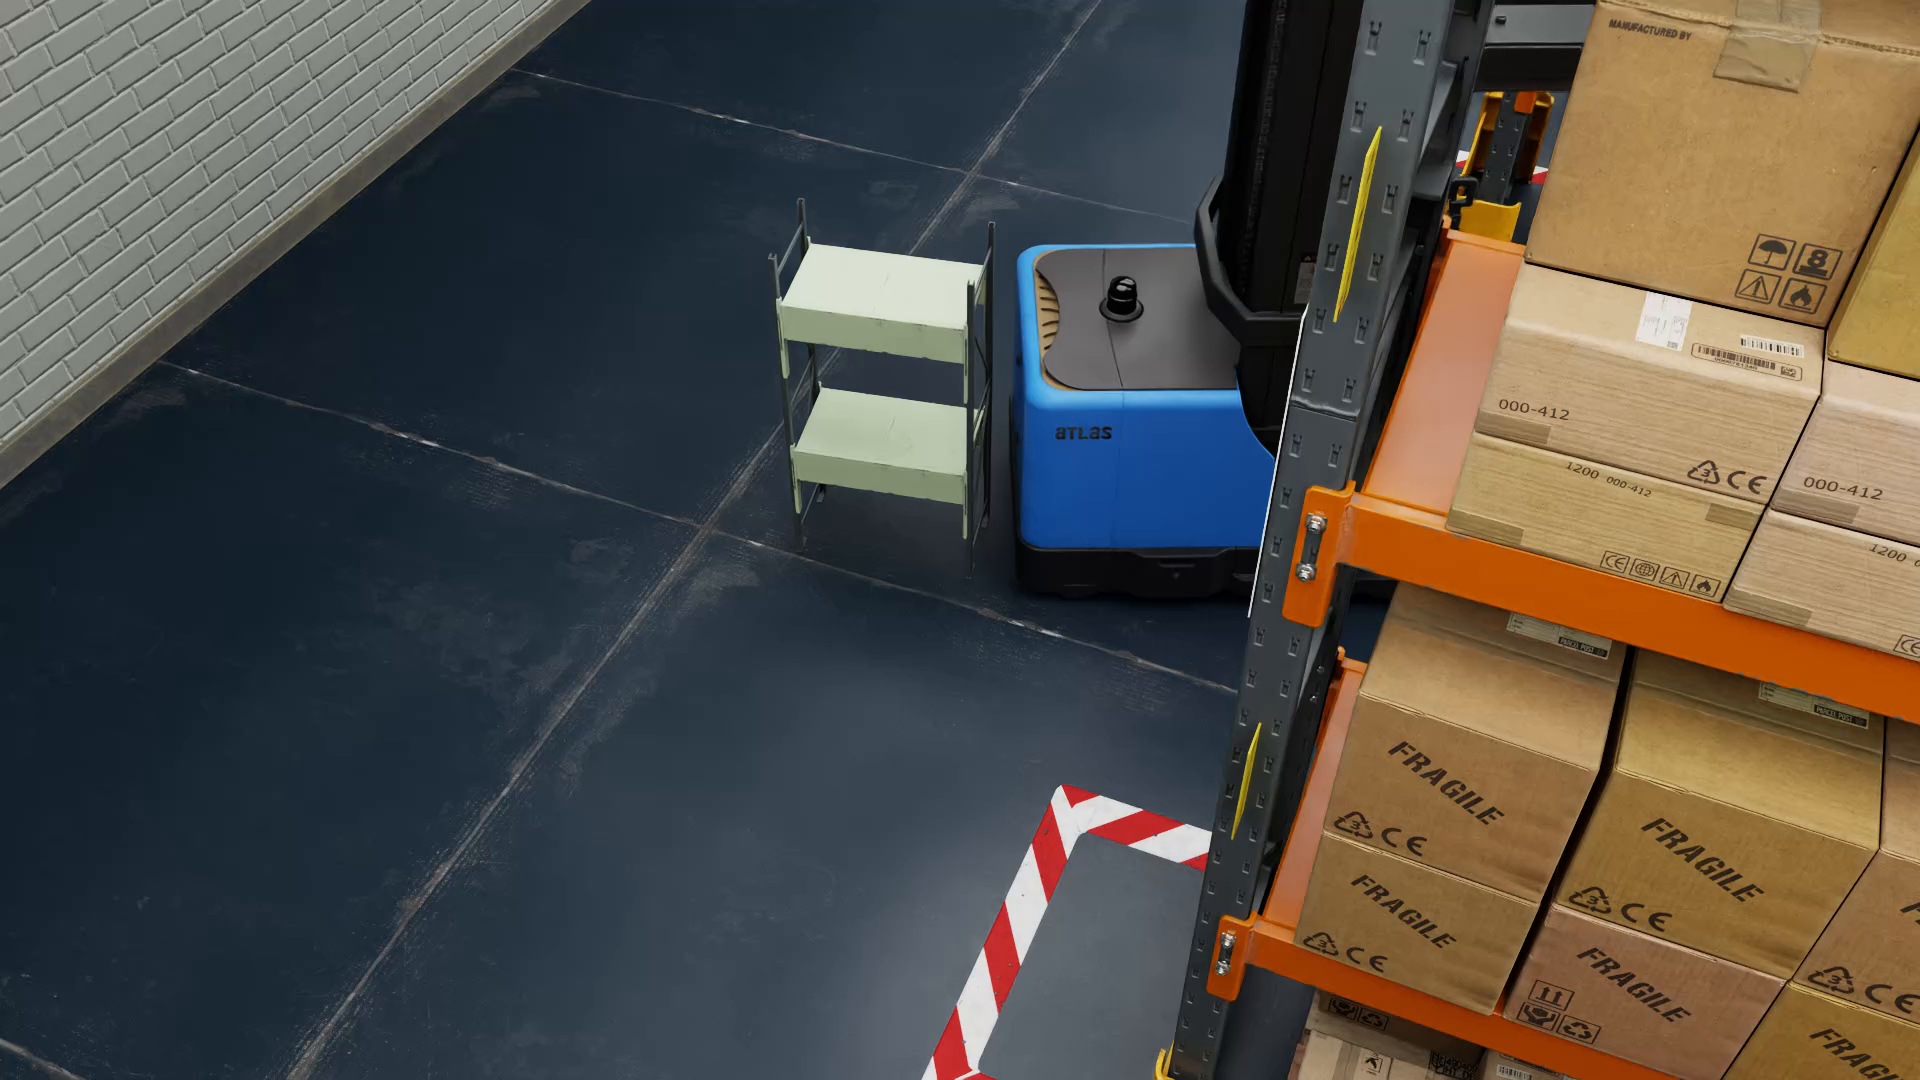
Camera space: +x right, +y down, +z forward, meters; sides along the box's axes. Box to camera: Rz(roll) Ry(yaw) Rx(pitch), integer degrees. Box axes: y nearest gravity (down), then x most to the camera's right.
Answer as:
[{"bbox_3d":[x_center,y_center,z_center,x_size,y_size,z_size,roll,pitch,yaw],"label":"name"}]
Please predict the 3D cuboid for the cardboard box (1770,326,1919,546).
[{"bbox_3d":[1.694,-0.233,2.821,0.500,0.250,0.500,16,47,16],"label":"cardboard box"}]

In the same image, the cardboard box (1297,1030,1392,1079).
[{"bbox_3d":[1.116,1.697,4.966,0.250,0.149,0.380,16,47,16],"label":"cardboard box"}]

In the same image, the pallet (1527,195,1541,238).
[{"bbox_3d":[3.518,-1.481,8.427,1.213,0.211,1.003,16,47,16],"label":"pallet"}]

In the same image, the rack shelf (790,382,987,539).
[{"bbox_3d":[-0.280,-0.330,6.819,0.720,0.370,0.431,9,46,9],"label":"rack shelf"}]

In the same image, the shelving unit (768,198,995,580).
[{"bbox_3d":[-0.280,-0.561,6.589,0.755,1.500,0.431,9,46,9],"label":"shelving unit"}]

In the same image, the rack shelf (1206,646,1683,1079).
[{"bbox_3d":[2.708,1.303,4.162,4.000,0.370,1.077,16,47,16],"label":"rack shelf"}]

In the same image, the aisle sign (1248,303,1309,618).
[{"bbox_3d":[0.686,-0.244,3.364,0.004,0.787,0.394,16,47,16],"label":"aisle sign"}]

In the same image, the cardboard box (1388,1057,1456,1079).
[{"bbox_3d":[1.347,1.759,4.891,0.250,0.166,0.380,16,47,16],"label":"cardboard box"}]

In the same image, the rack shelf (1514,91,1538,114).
[{"bbox_3d":[4.618,-1.920,7.402,4.000,0.370,1.077,16,47,16],"label":"rack shelf"}]

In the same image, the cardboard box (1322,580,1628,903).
[{"bbox_3d":[1.170,0.407,3.773,0.500,0.500,0.500,18,48,17],"label":"cardboard box"}]

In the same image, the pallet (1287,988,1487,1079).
[{"bbox_3d":[1.668,1.730,5.200,1.213,0.211,1.003,16,47,16],"label":"pallet"}]

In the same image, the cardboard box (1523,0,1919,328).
[{"bbox_3d":[1.342,-0.819,2.879,0.500,0.500,0.700,16,47,16],"label":"cardboard box"}]

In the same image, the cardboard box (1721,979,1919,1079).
[{"bbox_3d":[2.110,1.037,3.849,0.500,0.500,0.500,16,47,16],"label":"cardboard box"}]

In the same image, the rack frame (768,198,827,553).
[{"bbox_3d":[-0.638,-0.616,6.644,0.023,1.500,0.400,9,46,9],"label":"rack frame"}]

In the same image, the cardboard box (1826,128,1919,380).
[{"bbox_3d":[1.771,-0.628,2.687,0.500,0.500,0.700,16,47,16],"label":"cardboard box"}]

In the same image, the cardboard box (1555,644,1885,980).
[{"bbox_3d":[1.655,0.544,3.635,0.500,0.500,0.500,17,47,16],"label":"cardboard box"}]

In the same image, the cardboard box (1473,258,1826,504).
[{"bbox_3d":[1.236,-0.373,2.963,0.500,0.250,0.500,16,47,16],"label":"cardboard box"}]

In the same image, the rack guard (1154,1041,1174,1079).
[{"bbox_3d":[0.932,1.412,5.315,0.348,0.500,1.175,16,47,16],"label":"rack guard"}]

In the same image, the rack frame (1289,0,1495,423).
[{"bbox_3d":[0.862,-1.621,2.339,0.127,3.000,1.000,16,47,16],"label":"rack frame"}]

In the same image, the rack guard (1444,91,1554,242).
[{"bbox_3d":[2.745,-1.830,8.574,0.348,0.500,1.175,16,47,16],"label":"rack guard"}]

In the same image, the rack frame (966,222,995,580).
[{"bbox_3d":[0.077,-0.506,6.534,0.023,1.500,0.400,9,46,9],"label":"rack frame"}]

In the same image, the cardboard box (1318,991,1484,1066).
[{"bbox_3d":[1.458,1.223,5.194,0.500,0.500,0.500,16,47,16],"label":"cardboard box"}]

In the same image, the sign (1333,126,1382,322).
[{"bbox_3d":[0.653,-0.515,2.733,0.005,0.325,0.100,16,47,16],"label":"sign"}]

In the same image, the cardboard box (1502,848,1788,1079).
[{"bbox_3d":[1.648,0.898,3.988,0.500,0.500,0.500,16,47,15],"label":"cardboard box"}]

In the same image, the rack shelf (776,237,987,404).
[{"bbox_3d":[-0.280,-0.837,6.314,0.720,0.370,0.431,9,46,9],"label":"rack shelf"}]

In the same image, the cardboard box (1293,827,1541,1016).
[{"bbox_3d":[1.170,0.762,4.126,0.500,0.500,0.500,17,47,17],"label":"cardboard box"}]

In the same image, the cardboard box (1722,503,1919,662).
[{"bbox_3d":[1.694,-0.056,2.998,0.500,0.250,0.500,16,47,16],"label":"cardboard box"}]

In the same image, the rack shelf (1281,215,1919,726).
[{"bbox_3d":[2.708,0.240,3.104,4.000,0.370,1.077,16,47,16],"label":"rack shelf"}]

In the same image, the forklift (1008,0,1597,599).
[{"bbox_3d":[1.738,-1.158,6.175,3.031,2.935,1.130,-1,45,-1],"label":"forklift"}]

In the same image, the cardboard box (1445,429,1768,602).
[{"bbox_3d":[1.238,-0.200,3.143,0.500,0.250,0.500,16,47,16],"label":"cardboard box"}]

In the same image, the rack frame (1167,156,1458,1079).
[{"bbox_3d":[0.862,0.505,4.455,0.127,3.000,1.000,16,47,16],"label":"rack frame"}]

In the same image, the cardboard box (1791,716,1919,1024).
[{"bbox_3d":[2.115,0.684,3.496,0.500,0.500,0.500,17,47,16],"label":"cardboard box"}]

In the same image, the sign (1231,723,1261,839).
[{"bbox_3d":[0.653,0.552,3.794,0.005,0.325,0.100,16,47,16],"label":"sign"}]

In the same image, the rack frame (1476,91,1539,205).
[{"bbox_3d":[2.772,-2.718,7.694,0.127,3.000,1.000,16,47,16],"label":"rack frame"}]

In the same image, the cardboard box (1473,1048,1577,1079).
[{"bbox_3d":[1.716,1.792,4.799,0.500,0.250,0.500,16,47,16],"label":"cardboard box"}]
